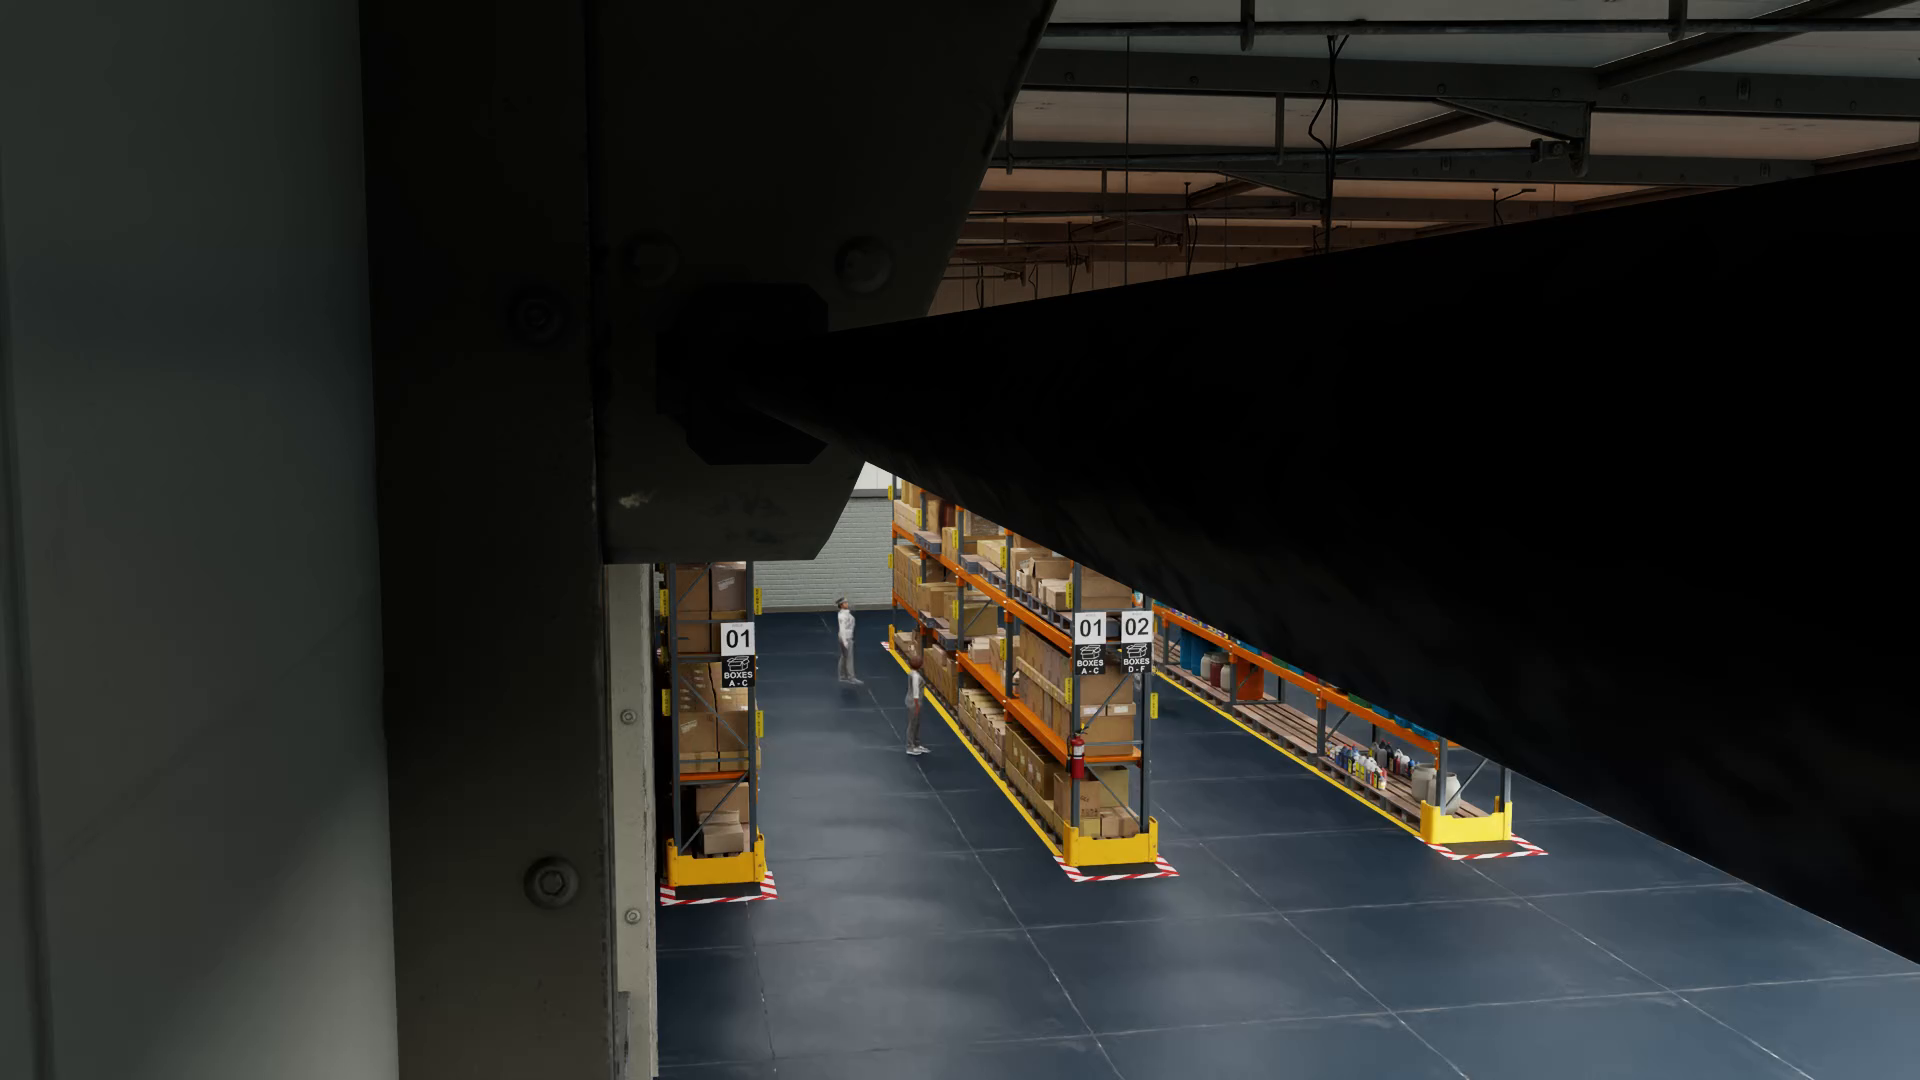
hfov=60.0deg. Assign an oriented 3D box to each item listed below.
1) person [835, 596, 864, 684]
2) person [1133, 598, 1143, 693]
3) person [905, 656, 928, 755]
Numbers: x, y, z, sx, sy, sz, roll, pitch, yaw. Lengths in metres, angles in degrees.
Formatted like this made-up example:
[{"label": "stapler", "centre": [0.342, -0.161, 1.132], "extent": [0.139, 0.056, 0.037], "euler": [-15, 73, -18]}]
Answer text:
[{"label": "person", "centre": [-2.125, 1.907, 31.977], "extent": [0.548, 1.693, 0.511], "euler": [0, 6, -1]}, {"label": "person", "centre": [3.300, 1.960, 30.986], "extent": [0.471, 1.794, 0.581], "euler": [4, 7, 34]}, {"label": "person", "centre": [-0.699, 2.649, 26.705], "extent": [0.373, 1.605, 0.430], "euler": [0, 6, -4]}]
